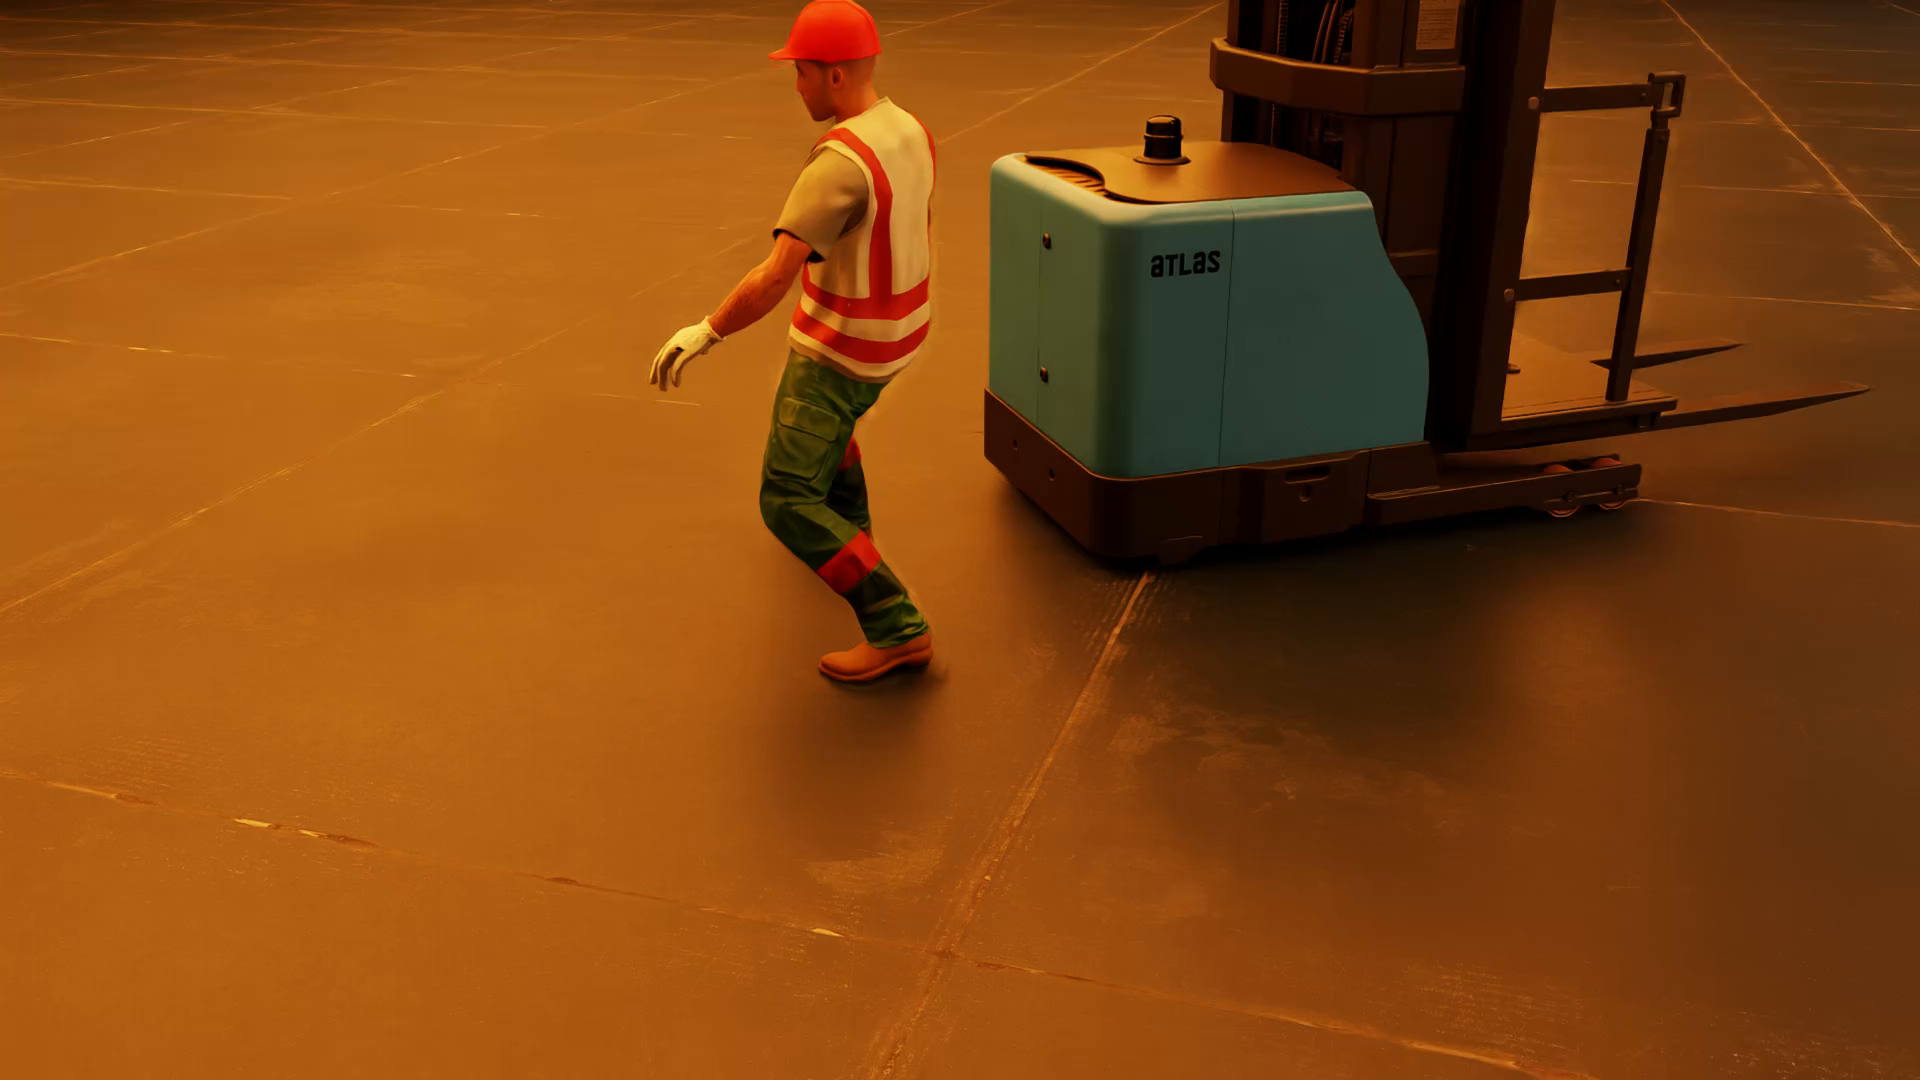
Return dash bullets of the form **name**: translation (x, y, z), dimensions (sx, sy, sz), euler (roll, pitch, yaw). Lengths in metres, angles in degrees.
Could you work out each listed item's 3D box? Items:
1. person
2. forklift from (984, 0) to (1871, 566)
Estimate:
- **person**: translation (-0.347, -0.544, 4.307), dimensions (0.760, 1.640, 0.961), euler (9, 24, 21)
- **forklift**: translation (1.655, -1.607, 5.171), dimensions (3.031, 2.935, 1.130), euler (-8, 24, -18)
